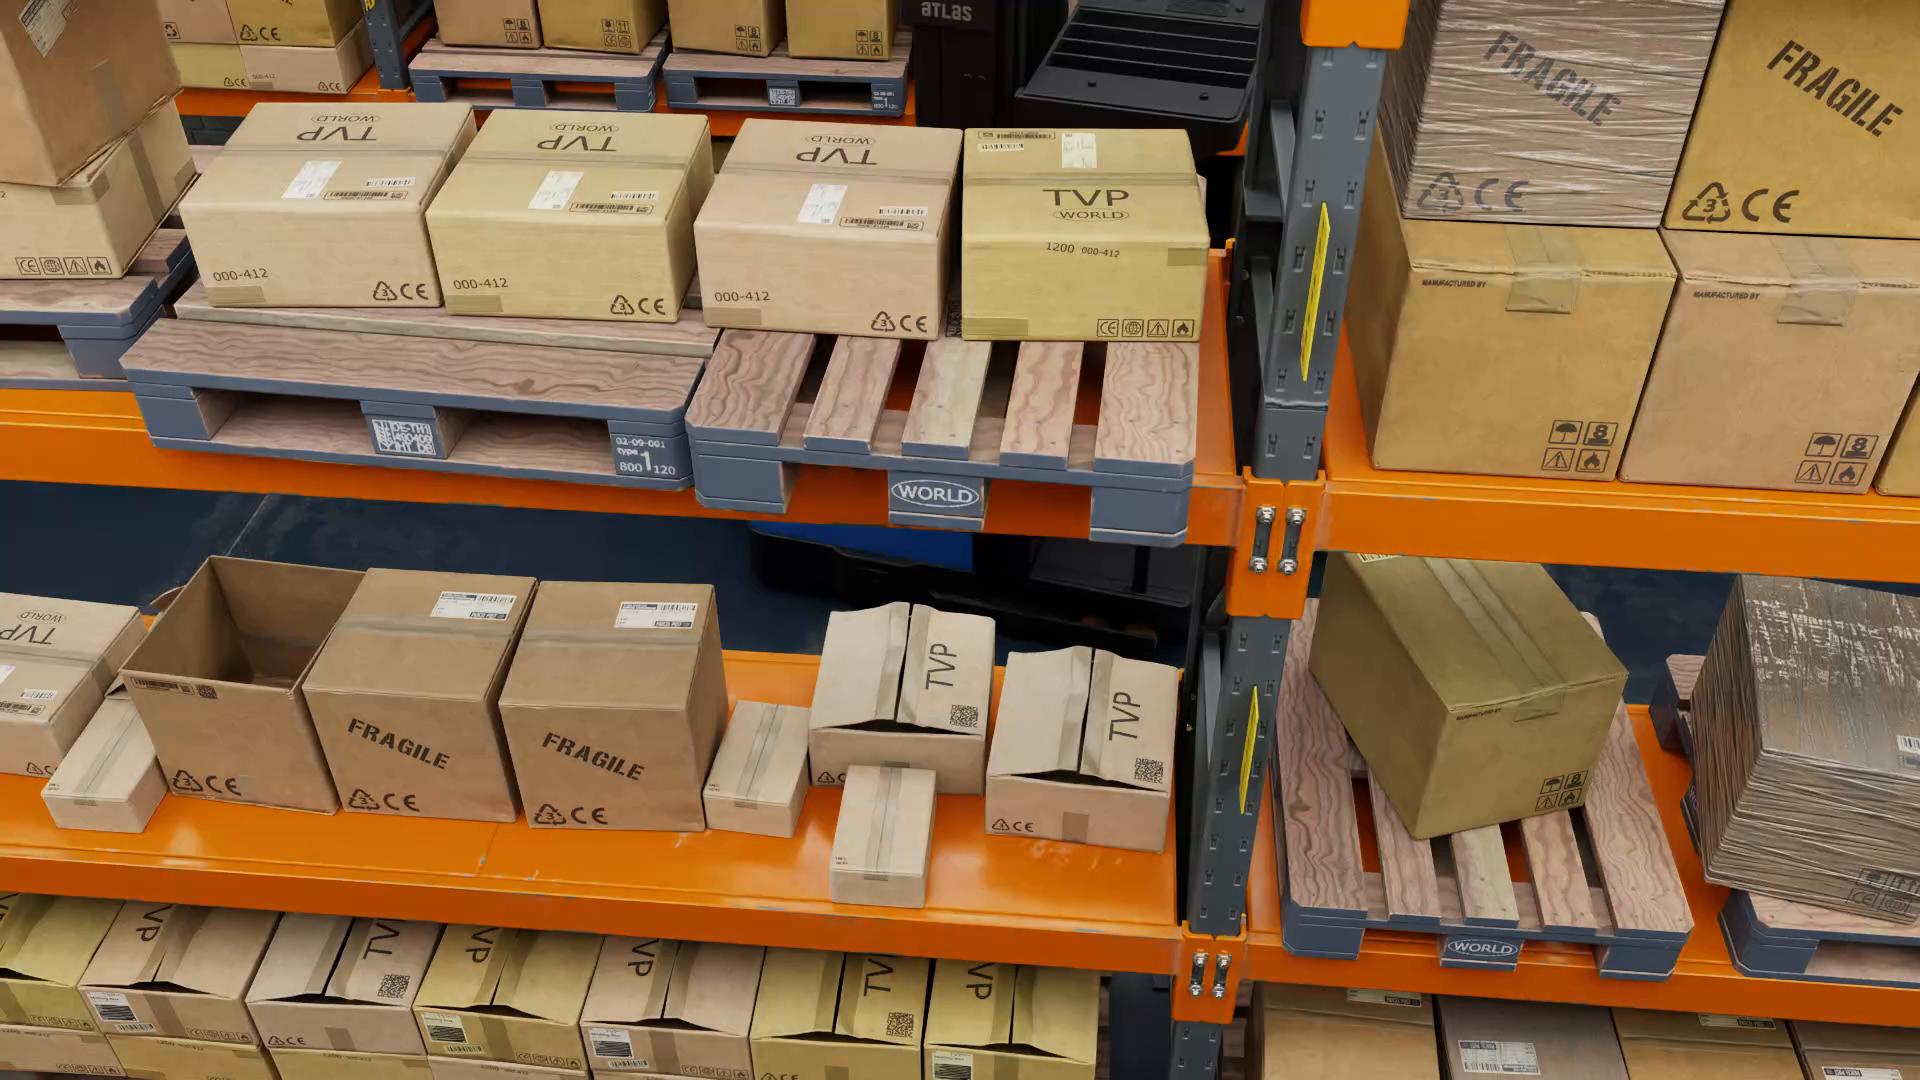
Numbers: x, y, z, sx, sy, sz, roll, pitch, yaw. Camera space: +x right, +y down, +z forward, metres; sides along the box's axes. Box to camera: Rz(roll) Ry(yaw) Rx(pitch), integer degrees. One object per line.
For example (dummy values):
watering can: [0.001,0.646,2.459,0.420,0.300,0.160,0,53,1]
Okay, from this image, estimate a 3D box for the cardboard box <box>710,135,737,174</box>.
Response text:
cardboard box: [-1.156,-2.159,9.064,0.500,0.250,0.500,2,39,3]

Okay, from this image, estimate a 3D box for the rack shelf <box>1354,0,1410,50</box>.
rack shelf: [2.706,-1.195,2.976,4.000,0.370,1.077,3,39,4]

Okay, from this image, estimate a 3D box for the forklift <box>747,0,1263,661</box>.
forklift: [0.630,-0.992,6.647,3.031,2.935,1.130,10,40,12]

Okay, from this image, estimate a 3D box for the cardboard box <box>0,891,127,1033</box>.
cardboard box: [-2.881,1.236,5.256,0.500,0.311,0.500,3,39,4]

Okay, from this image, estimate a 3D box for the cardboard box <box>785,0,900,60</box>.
cardboard box: [-0.575,-2.809,8.397,0.500,0.500,0.700,3,39,4]

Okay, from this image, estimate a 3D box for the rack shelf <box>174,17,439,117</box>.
rack shelf: [-4.841,-2.574,9.107,4.000,0.370,1.077,3,39,4]

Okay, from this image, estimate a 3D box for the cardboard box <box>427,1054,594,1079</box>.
cardboard box: [-1.359,1.536,5.332,0.500,0.250,0.500,4,39,5]

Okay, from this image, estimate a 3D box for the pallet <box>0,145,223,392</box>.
pallet: [-2.392,-0.678,3.982,1.217,0.209,0.805,2,39,2]

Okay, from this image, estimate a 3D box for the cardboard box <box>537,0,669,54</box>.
cardboard box: [-1.788,-2.870,8.472,0.500,0.500,0.700,7,40,8]

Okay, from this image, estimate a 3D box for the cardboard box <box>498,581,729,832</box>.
cardboard box: [-0.960,0.469,4.718,0.500,0.500,0.500,1,39,1]

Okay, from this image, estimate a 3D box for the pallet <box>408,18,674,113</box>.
pallet: [-2.099,-2.537,8.643,1.213,0.211,1.003,3,39,4]

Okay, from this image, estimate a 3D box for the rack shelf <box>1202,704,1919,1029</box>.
rack shelf: [2.706,0.977,4.743,4.000,0.370,1.077,3,39,4]

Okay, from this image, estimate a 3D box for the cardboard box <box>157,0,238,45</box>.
cardboard box: [-3.843,-2.840,8.372,0.500,0.500,0.500,3,39,4]

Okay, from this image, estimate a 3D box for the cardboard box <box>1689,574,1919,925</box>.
cardboard box: [2.245,0.521,4.322,0.500,0.500,0.700,10,40,12]

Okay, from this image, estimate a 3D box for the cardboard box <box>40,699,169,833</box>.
cardboard box: [-2.407,0.645,4.780,0.250,0.149,0.380,3,39,4]

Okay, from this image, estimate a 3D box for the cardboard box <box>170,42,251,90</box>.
cardboard box: [-3.842,-2.562,8.624,0.500,0.250,0.500,3,39,4]

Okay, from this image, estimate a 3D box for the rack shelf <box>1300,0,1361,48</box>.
rack shelf: [-1.279,-1.412,3.244,4.000,0.370,1.077,3,39,4]

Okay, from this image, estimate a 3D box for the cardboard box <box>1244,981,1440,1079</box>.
cardboard box: [1.142,1.592,5.049,0.500,0.500,0.500,5,39,6]

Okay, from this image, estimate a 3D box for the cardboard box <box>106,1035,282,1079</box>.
cardboard box: [-2.382,1.481,5.400,0.500,0.250,0.500,4,39,5]

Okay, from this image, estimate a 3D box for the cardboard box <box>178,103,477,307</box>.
cardboard box: [-1.372,-0.754,3.710,0.500,0.250,0.500,0,39,0]

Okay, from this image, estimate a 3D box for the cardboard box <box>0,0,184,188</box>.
cardboard box: [-2.091,-1.113,3.557,0.500,0.500,0.500,7,40,8]

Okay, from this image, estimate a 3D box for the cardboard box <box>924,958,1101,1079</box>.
cardboard box: [0.170,1.401,5.053,0.500,0.311,0.500,4,39,5]

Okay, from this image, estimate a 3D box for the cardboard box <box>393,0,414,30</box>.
cardboard box: [-3.298,-2.855,8.984,0.500,0.250,0.500,4,39,4]

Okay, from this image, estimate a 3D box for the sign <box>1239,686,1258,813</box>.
sign: [0.669,0.489,3.856,0.005,0.325,0.100,3,39,4]

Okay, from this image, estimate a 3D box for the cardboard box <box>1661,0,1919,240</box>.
cardboard box: [1.656,-0.945,3.288,0.500,0.500,0.500,3,39,4]

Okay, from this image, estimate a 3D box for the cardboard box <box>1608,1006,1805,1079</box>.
cardboard box: [2.164,1.648,4.981,0.500,0.500,0.500,3,39,3]

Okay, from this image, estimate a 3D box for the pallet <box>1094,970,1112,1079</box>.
pallet: [-0.103,1.601,5.616,1.213,0.211,1.003,3,39,4]

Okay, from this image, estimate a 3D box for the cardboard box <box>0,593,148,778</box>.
cardboard box: [-2.777,0.429,4.966,0.500,0.250,0.500,5,39,7]

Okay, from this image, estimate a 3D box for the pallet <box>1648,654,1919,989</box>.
pallet: [2.651,0.766,4.584,1.213,0.211,1.003,3,39,4]

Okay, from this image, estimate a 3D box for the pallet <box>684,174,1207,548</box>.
pallet: [0.030,-0.482,3.739,1.003,0.211,1.213,5,39,6]

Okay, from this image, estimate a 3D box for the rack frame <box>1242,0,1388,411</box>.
rack frame: [0.713,-1.738,2.756,0.127,3.000,1.000,3,39,4]

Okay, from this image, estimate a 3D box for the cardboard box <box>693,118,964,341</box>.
cardboard box: [-0.267,-0.685,3.626,0.500,0.250,0.500,4,39,5]

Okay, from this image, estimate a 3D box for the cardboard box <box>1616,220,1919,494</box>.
cardboard box: [1.659,-0.583,3.634,0.500,0.500,0.910,3,39,4]

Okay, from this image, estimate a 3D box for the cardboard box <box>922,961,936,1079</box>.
cardboard box: [-0.346,1.591,5.264,0.500,0.250,0.500,3,39,3]

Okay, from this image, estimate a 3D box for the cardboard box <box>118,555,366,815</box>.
cardboard box: [-1.983,0.413,4.787,0.500,0.500,0.500,6,40,7]

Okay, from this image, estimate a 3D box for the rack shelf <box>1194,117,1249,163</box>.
rack shelf: [3.130,-2.139,8.571,4.000,0.370,1.077,3,39,4]

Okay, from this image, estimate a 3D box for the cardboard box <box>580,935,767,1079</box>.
cardboard box: [-0.851,1.348,5.119,0.500,0.311,0.500,3,39,4]

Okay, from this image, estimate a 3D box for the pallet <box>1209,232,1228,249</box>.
pallet: [1.916,-1.355,9.247,1.213,0.211,1.003,3,39,4]

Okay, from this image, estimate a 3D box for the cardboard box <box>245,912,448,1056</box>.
cardboard box: [-1.867,1.294,5.185,0.500,0.311,0.500,2,39,2]

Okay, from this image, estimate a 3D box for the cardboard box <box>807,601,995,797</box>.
cardboard box: [-0.161,0.453,4.888,0.500,0.311,0.500,3,39,3]
